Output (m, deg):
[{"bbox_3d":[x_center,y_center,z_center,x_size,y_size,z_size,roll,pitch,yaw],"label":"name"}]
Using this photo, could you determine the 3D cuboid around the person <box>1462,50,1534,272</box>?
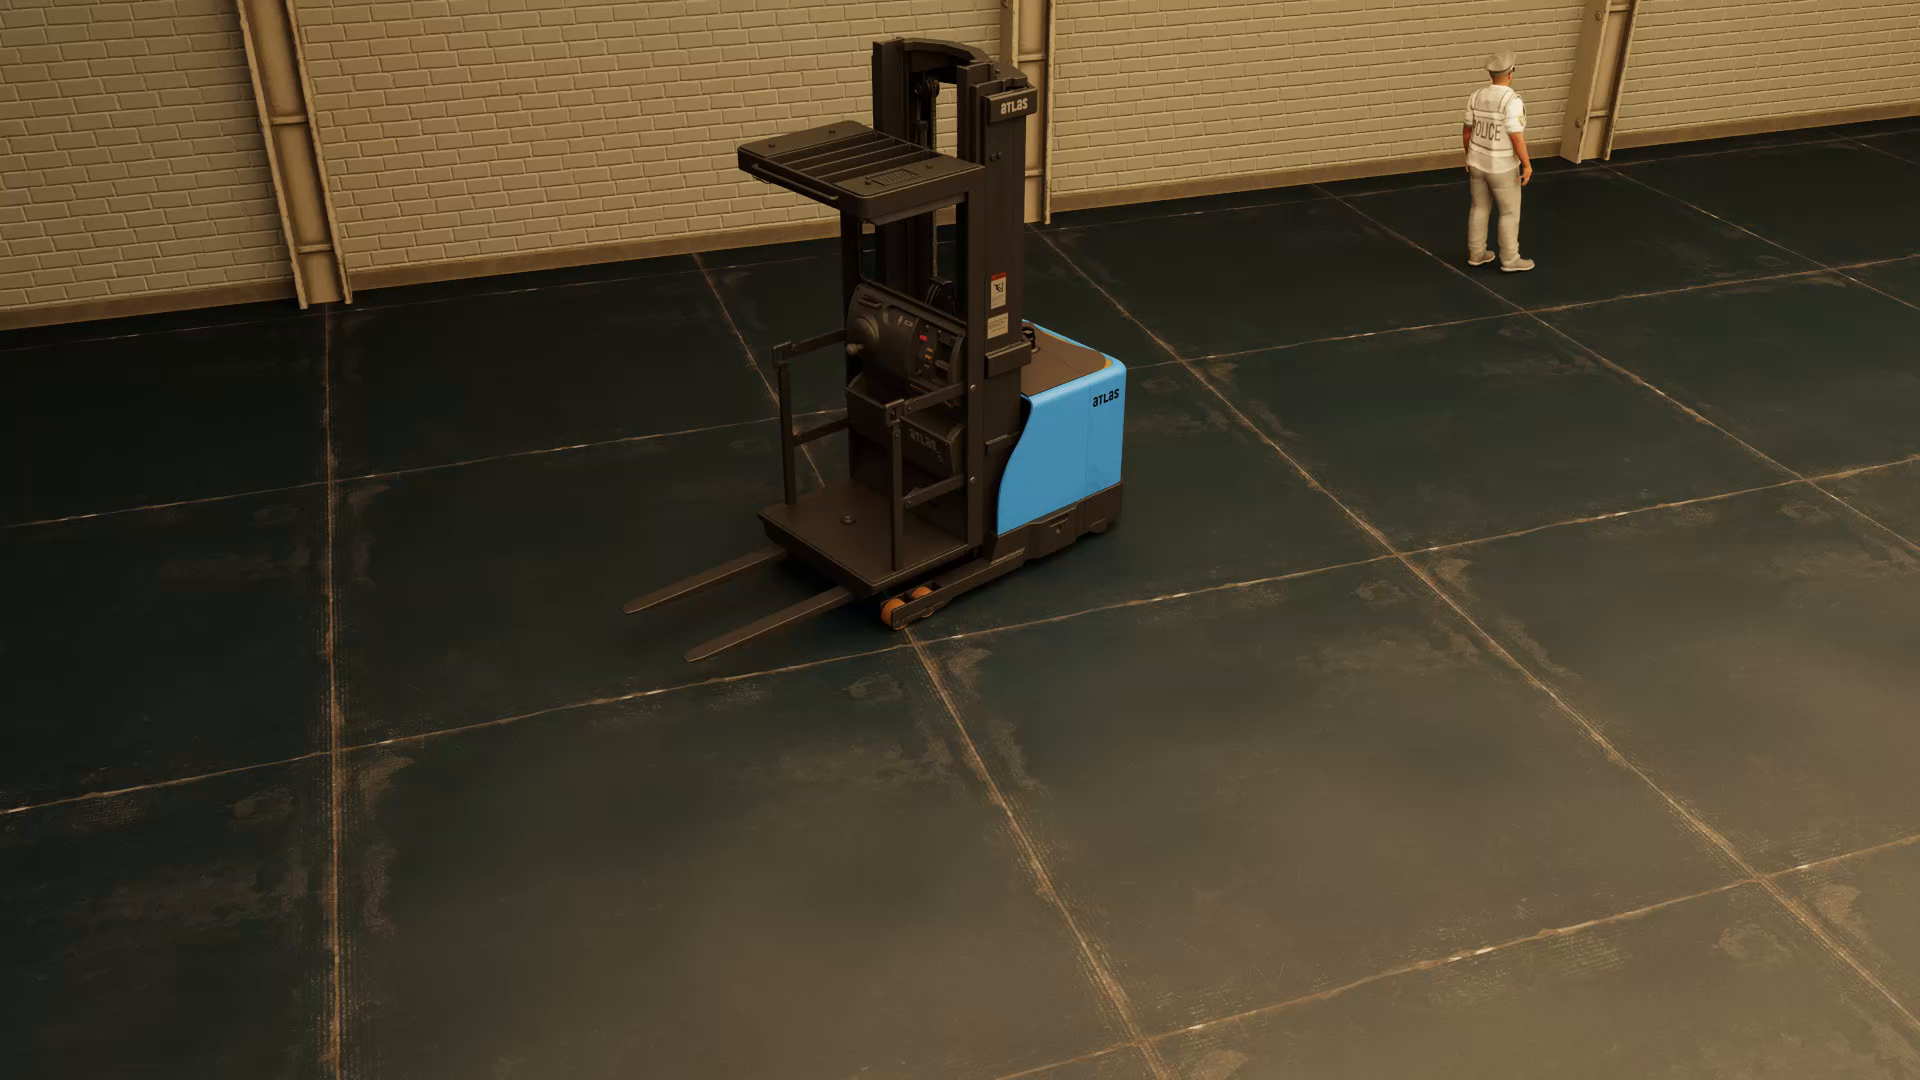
[{"bbox_3d":[4.440,-3.105,13.622,0.576,1.781,0.640,-20,35,-30],"label":"person"}]

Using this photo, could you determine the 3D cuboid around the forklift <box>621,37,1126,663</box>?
[{"bbox_3d":[-0.461,-1.072,8.951,3.031,2.935,1.130,-23,37,-34],"label":"forklift"}]
